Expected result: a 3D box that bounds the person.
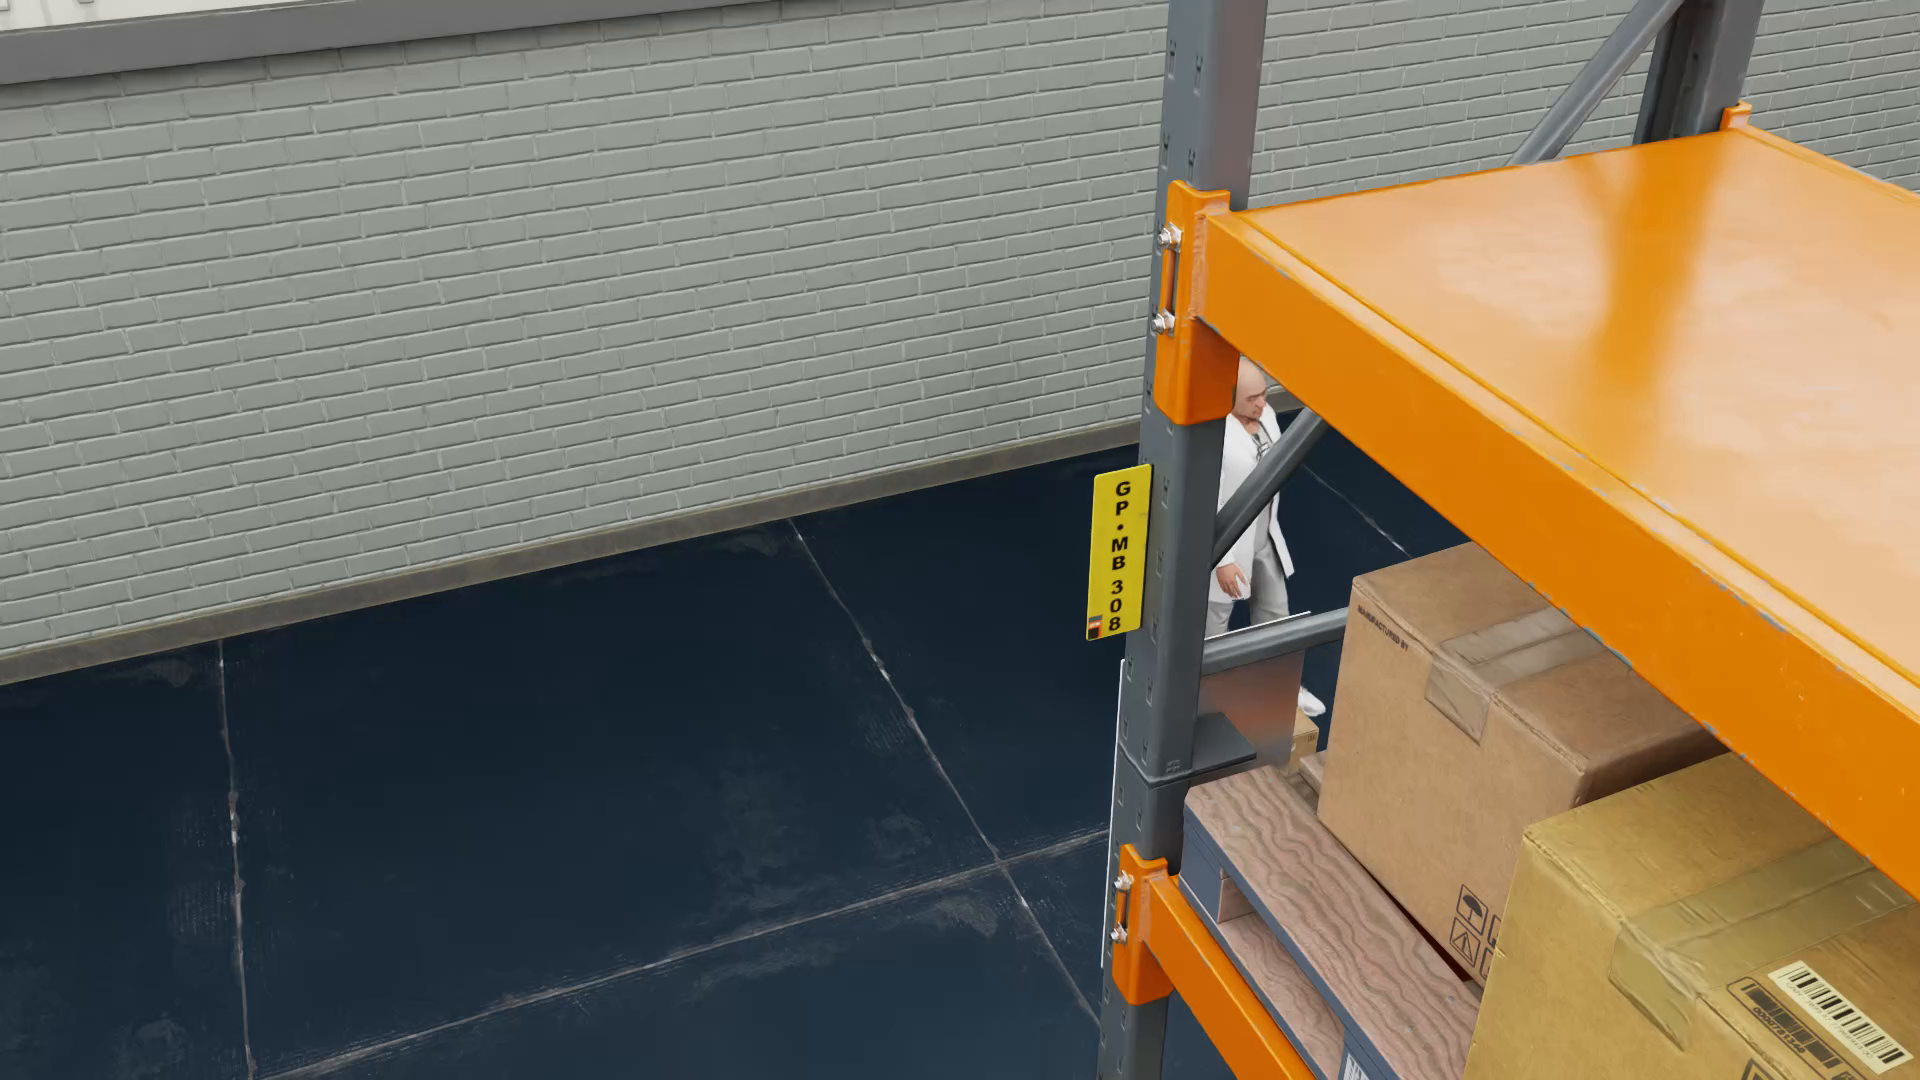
[{"bbox_3d":[1.329,0.049,7.461,0.589,1.794,0.636,-27,41,-35],"label":"person"}]
